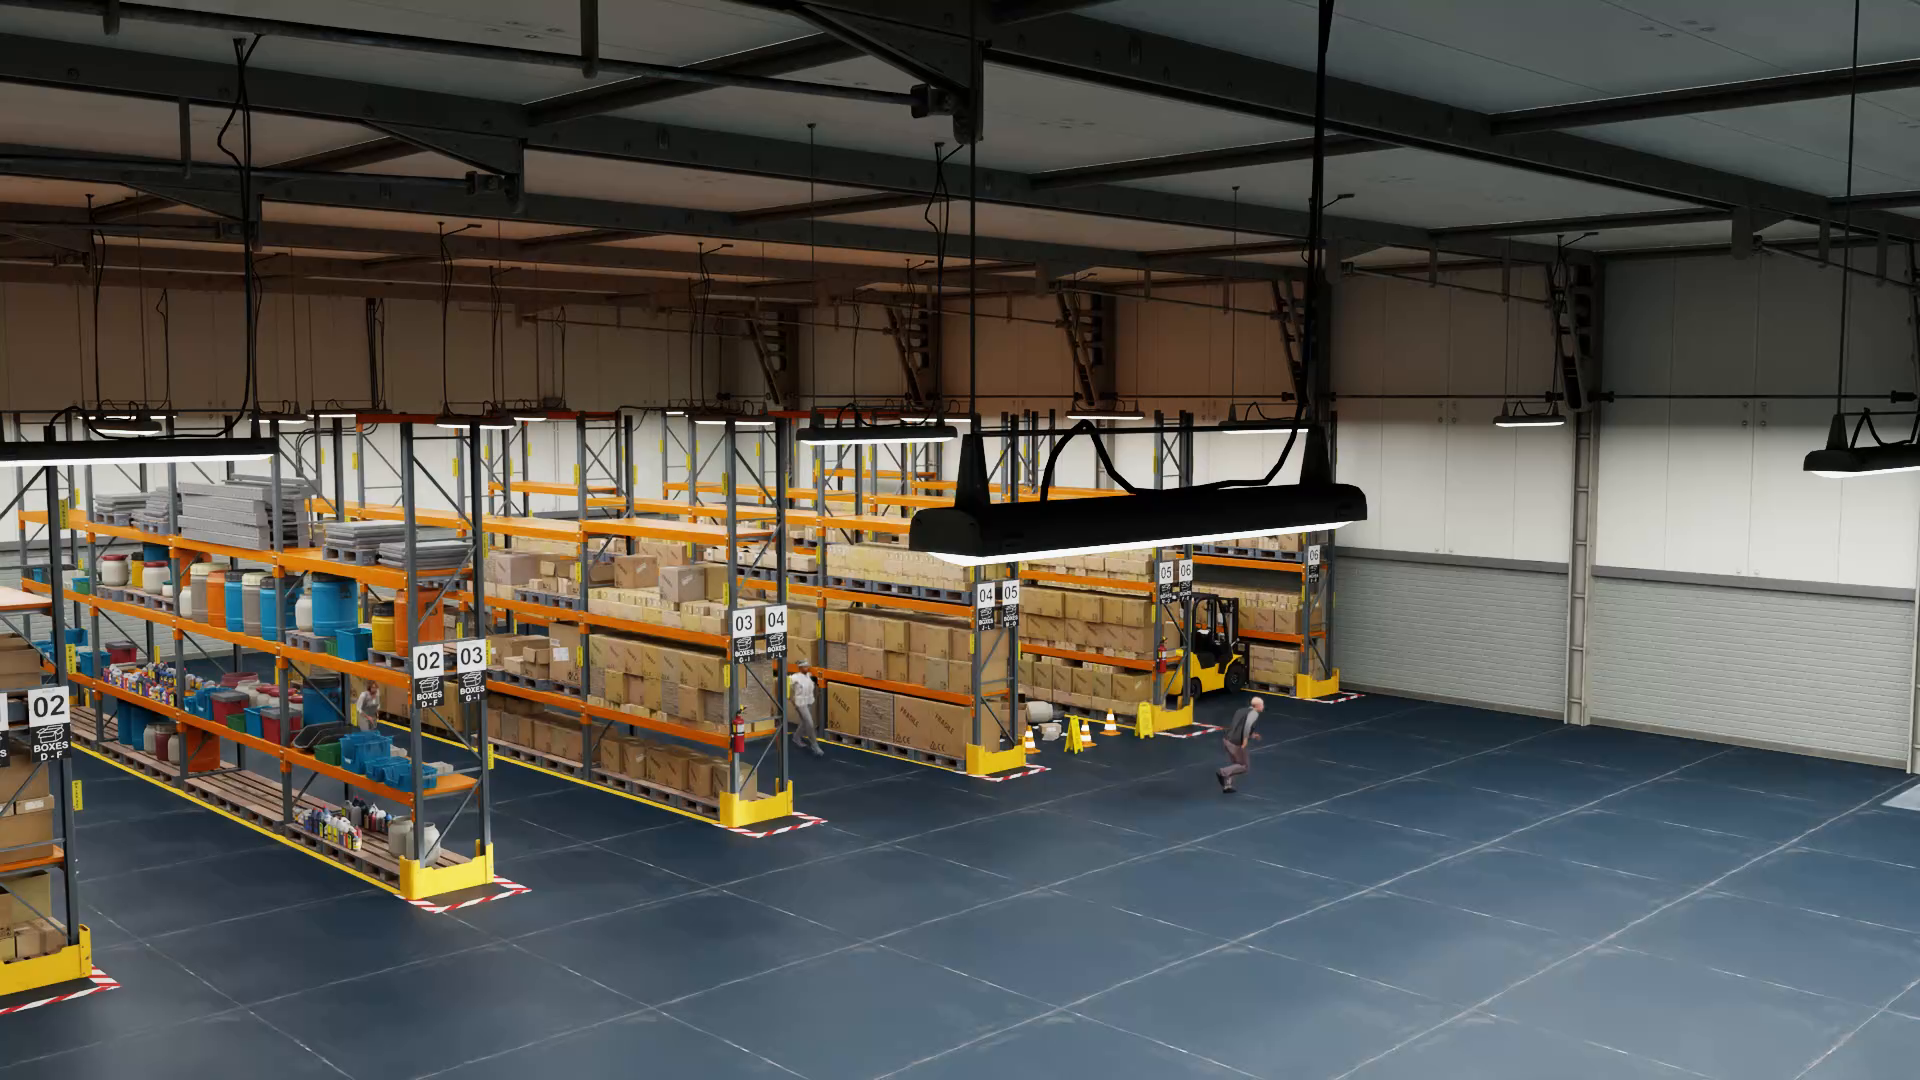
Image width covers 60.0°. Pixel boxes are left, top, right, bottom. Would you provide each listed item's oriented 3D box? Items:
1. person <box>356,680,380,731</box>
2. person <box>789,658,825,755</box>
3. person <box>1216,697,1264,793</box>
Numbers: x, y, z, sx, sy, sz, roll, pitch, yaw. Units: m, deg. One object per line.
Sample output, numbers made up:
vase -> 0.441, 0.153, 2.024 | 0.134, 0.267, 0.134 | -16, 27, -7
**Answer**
person -> -10.327, 3.105, 28.891 | 0.805, 1.442, 0.522 | 3, 6, 29
person -> -2.791, 2.934, 29.460 | 0.831, 1.726, 0.651 | 4, 6, 40
person -> 4.467, 3.279, 26.445 | 0.826, 1.533, 0.679 | -2, 5, -17
